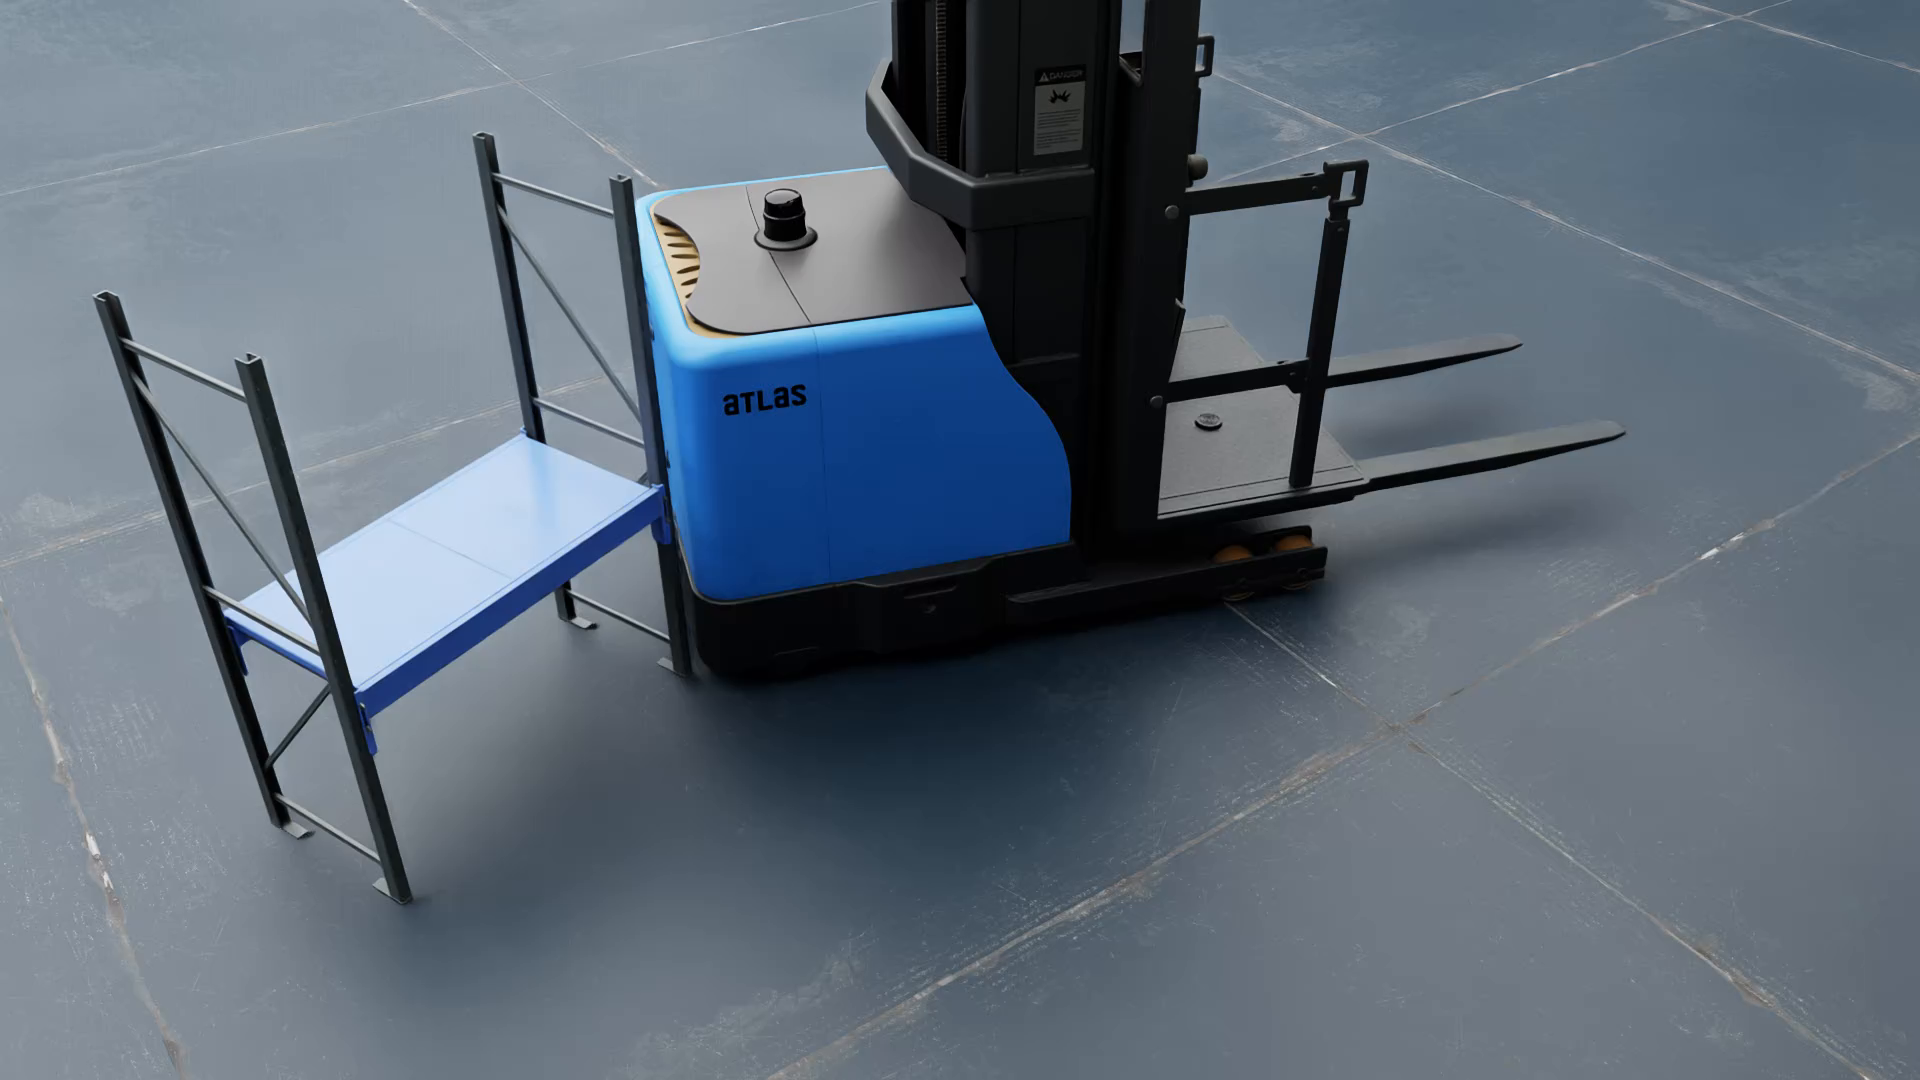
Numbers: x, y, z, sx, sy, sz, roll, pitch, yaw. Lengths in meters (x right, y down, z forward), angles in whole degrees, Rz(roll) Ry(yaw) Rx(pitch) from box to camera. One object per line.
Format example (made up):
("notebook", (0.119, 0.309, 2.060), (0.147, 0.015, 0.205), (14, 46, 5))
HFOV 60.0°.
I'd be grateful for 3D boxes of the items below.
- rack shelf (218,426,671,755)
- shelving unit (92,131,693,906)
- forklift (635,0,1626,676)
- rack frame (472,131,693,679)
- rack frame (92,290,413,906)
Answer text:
("rack shelf", (-1.260, 0.087, 4.152), (0.538, 0.185, 1.000), (22, 41, 27))
("shelving unit", (-1.260, -0.059, 4.047), (0.538, 1.500, 1.048), (22, 41, 27))
("forklift", (0.600, -1.293, 4.538), (3.031, 2.935, 1.130), (-10, 37, -13))
("rack frame", (-0.975, -0.305, 4.389), (0.500, 1.500, 0.032), (22, 41, 27))
("rack frame", (-1.544, 0.187, 3.705), (0.500, 1.500, 0.032), (22, 41, 27))
